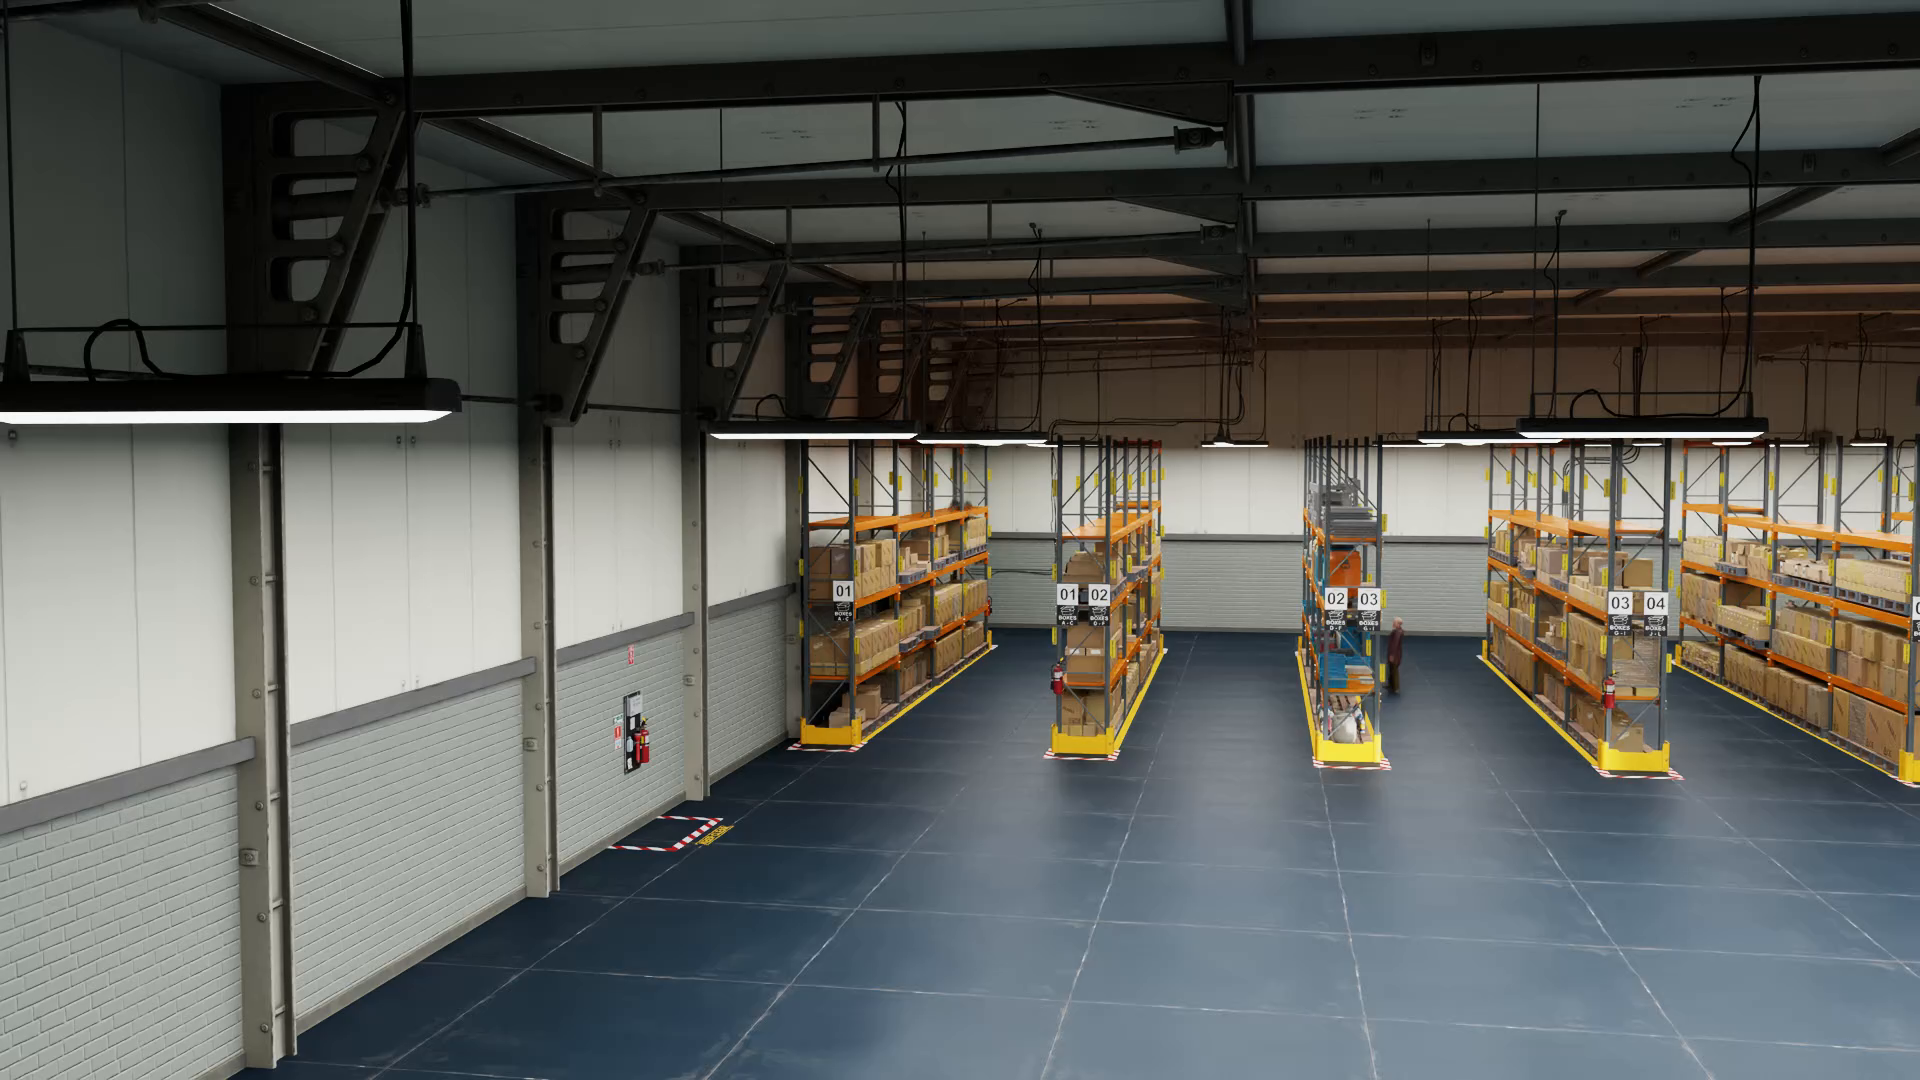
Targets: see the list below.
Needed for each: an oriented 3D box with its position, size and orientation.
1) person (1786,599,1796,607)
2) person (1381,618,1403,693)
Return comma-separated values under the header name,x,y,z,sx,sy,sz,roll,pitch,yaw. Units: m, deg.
name,x,y,z,sx,sy,sz,roll,pitch,yaw
person,22.742,2.422,45.493,0.815,1.642,0.501,0,3,1
person,10.209,2.712,39.416,0.639,1.772,0.598,2,4,36
